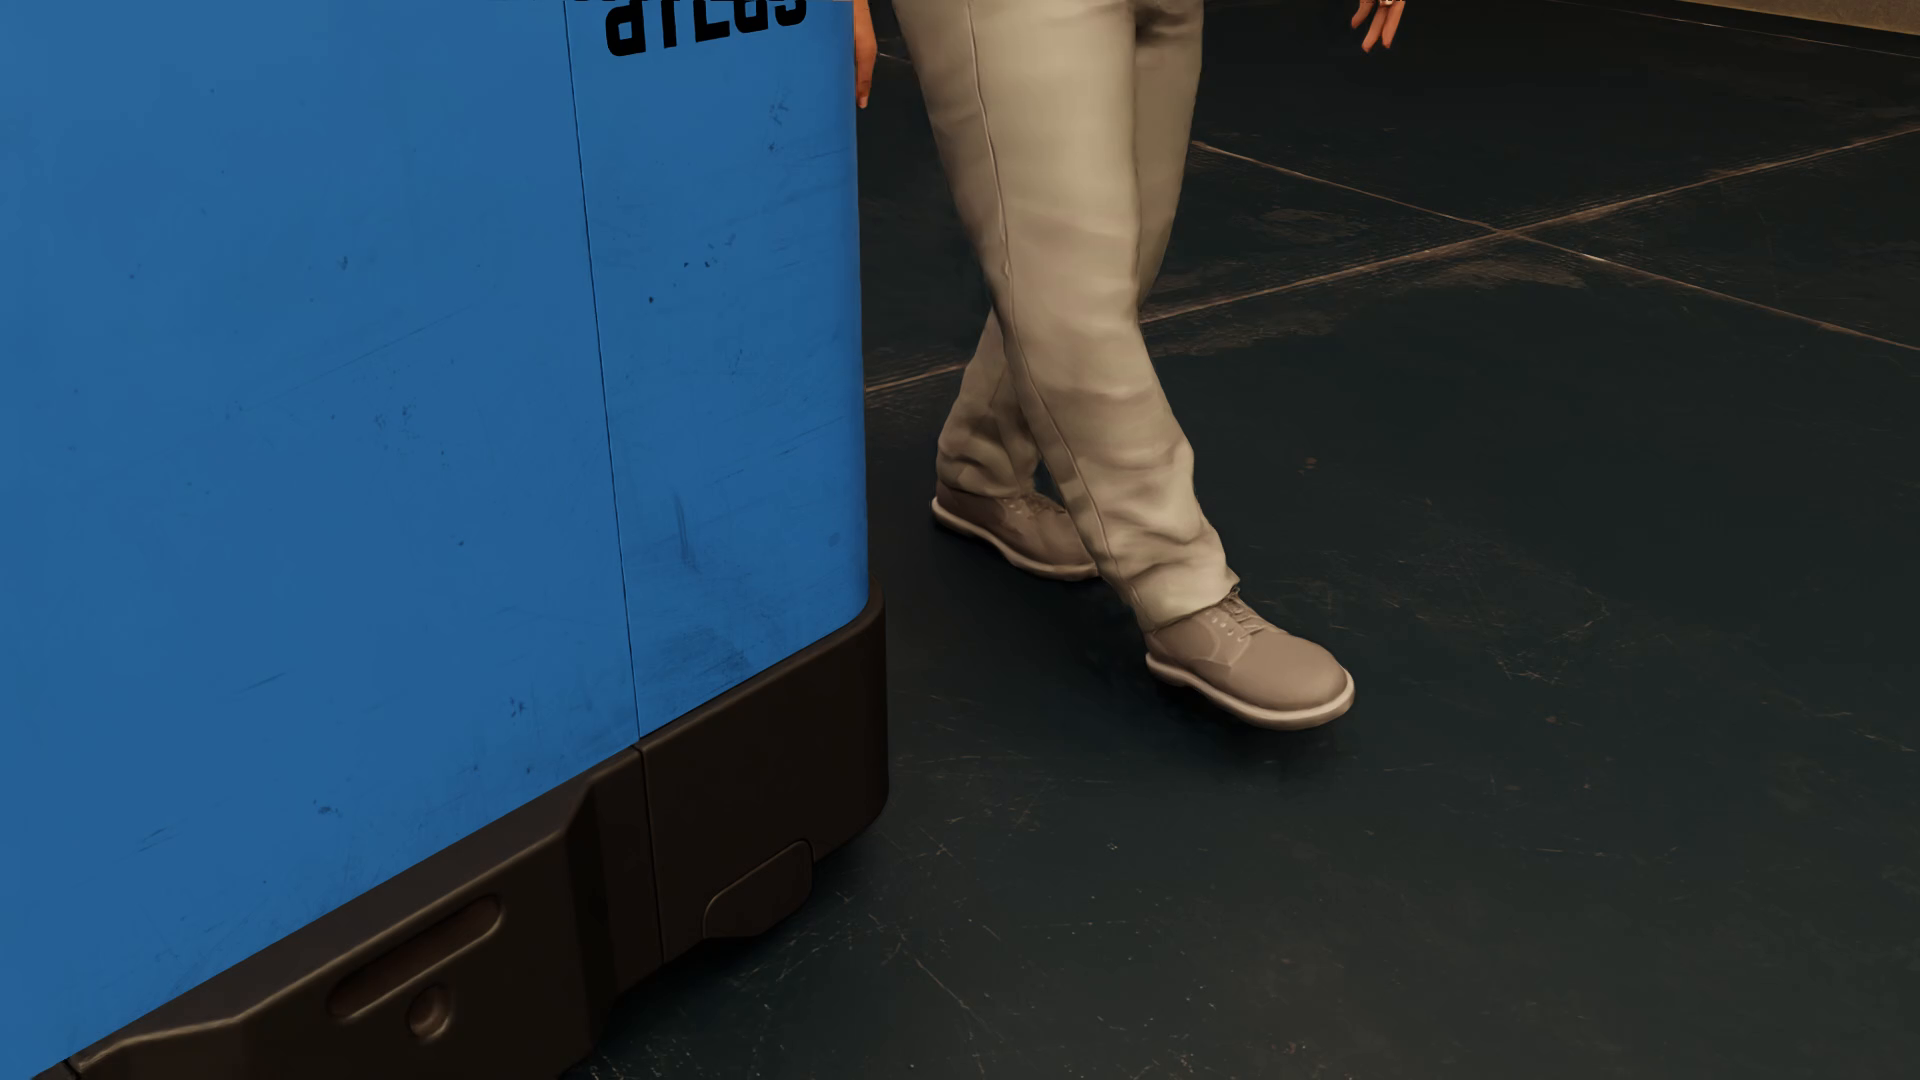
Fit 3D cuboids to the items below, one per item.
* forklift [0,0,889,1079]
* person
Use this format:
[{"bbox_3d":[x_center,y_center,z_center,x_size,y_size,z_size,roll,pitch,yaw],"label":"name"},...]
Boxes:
[{"bbox_3d":[-1.404,-0.607,0.442,1.130,2.935,3.031,20,33,35],"label":"forklift"},{"bbox_3d":[0.222,-0.651,1.893,0.837,1.714,0.724,22,34,37],"label":"person"}]
